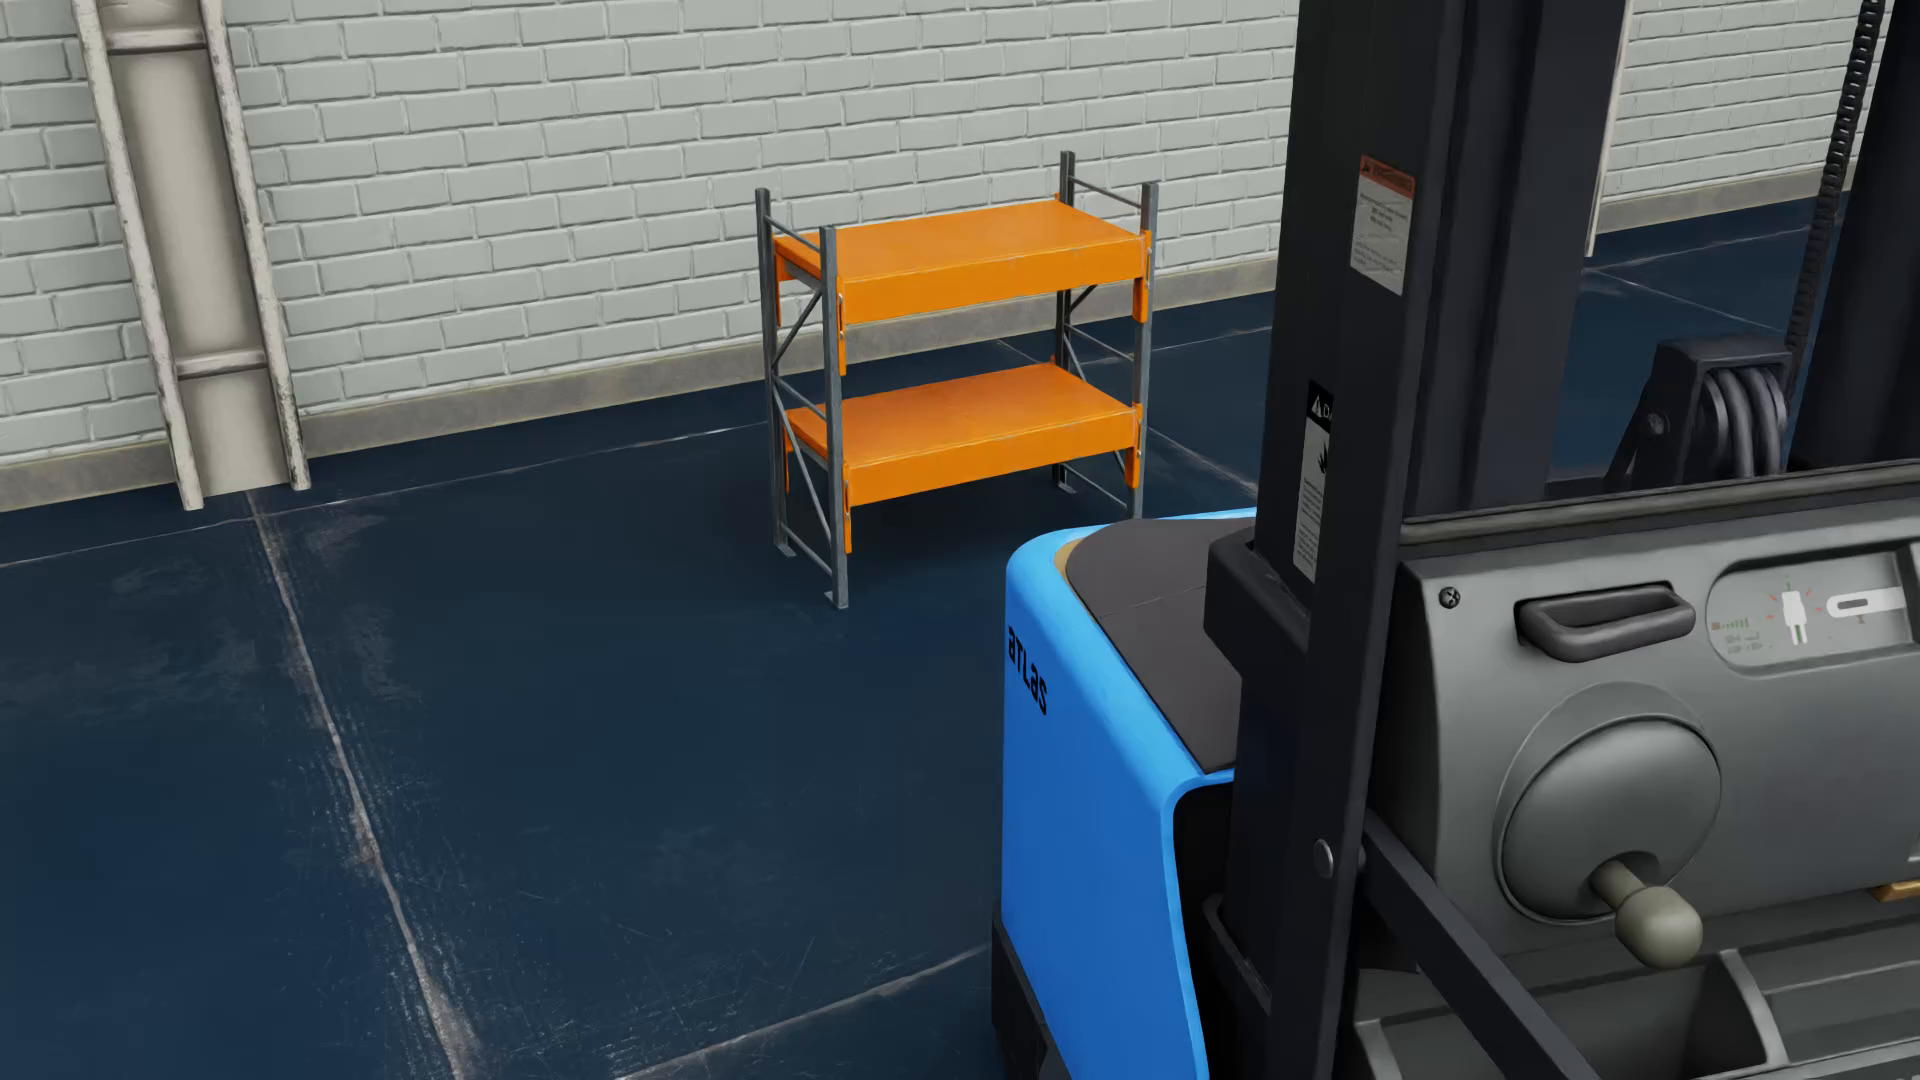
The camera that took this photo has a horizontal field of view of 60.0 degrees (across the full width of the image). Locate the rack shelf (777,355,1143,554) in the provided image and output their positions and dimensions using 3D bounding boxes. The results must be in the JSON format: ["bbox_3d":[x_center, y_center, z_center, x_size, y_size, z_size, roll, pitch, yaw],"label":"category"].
[{"bbox_3d":[-0.006,-0.285,5.109,1.000,0.278,0.538,-13,29,-25],"label":"rack shelf"}]

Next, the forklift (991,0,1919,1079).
[{"bbox_3d":[0.933,0.197,1.453,1.130,2.935,3.031,-7,26,-13],"label":"forklift"}]

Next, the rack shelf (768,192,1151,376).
[{"bbox_3d":[-0.006,-0.770,4.877,1.000,0.278,0.538,-13,29,-25],"label":"rack shelf"}]

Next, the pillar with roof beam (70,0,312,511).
[{"bbox_3d":[-0.410,-2.606,0.281,0.400,9.000,9.100,-13,29,-25],"label":"pillar with roof beam"}]

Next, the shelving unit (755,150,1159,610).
[{"bbox_3d":[-0.006,-0.506,5.004,1.048,1.125,0.538,-13,29,-25],"label":"shelving unit"}]

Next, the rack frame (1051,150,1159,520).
[{"bbox_3d":[0.443,-0.609,5.219,0.032,1.125,0.500,-13,29,-25],"label":"rack frame"}]

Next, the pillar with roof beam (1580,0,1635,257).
[{"bbox_3d":[4.885,-3.828,2.827,0.400,9.000,9.100,-13,29,-25],"label":"pillar with roof beam"}]

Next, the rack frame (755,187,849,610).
[{"bbox_3d":[-0.455,-0.402,4.788,0.032,1.125,0.500,-13,29,-25],"label":"rack frame"}]
